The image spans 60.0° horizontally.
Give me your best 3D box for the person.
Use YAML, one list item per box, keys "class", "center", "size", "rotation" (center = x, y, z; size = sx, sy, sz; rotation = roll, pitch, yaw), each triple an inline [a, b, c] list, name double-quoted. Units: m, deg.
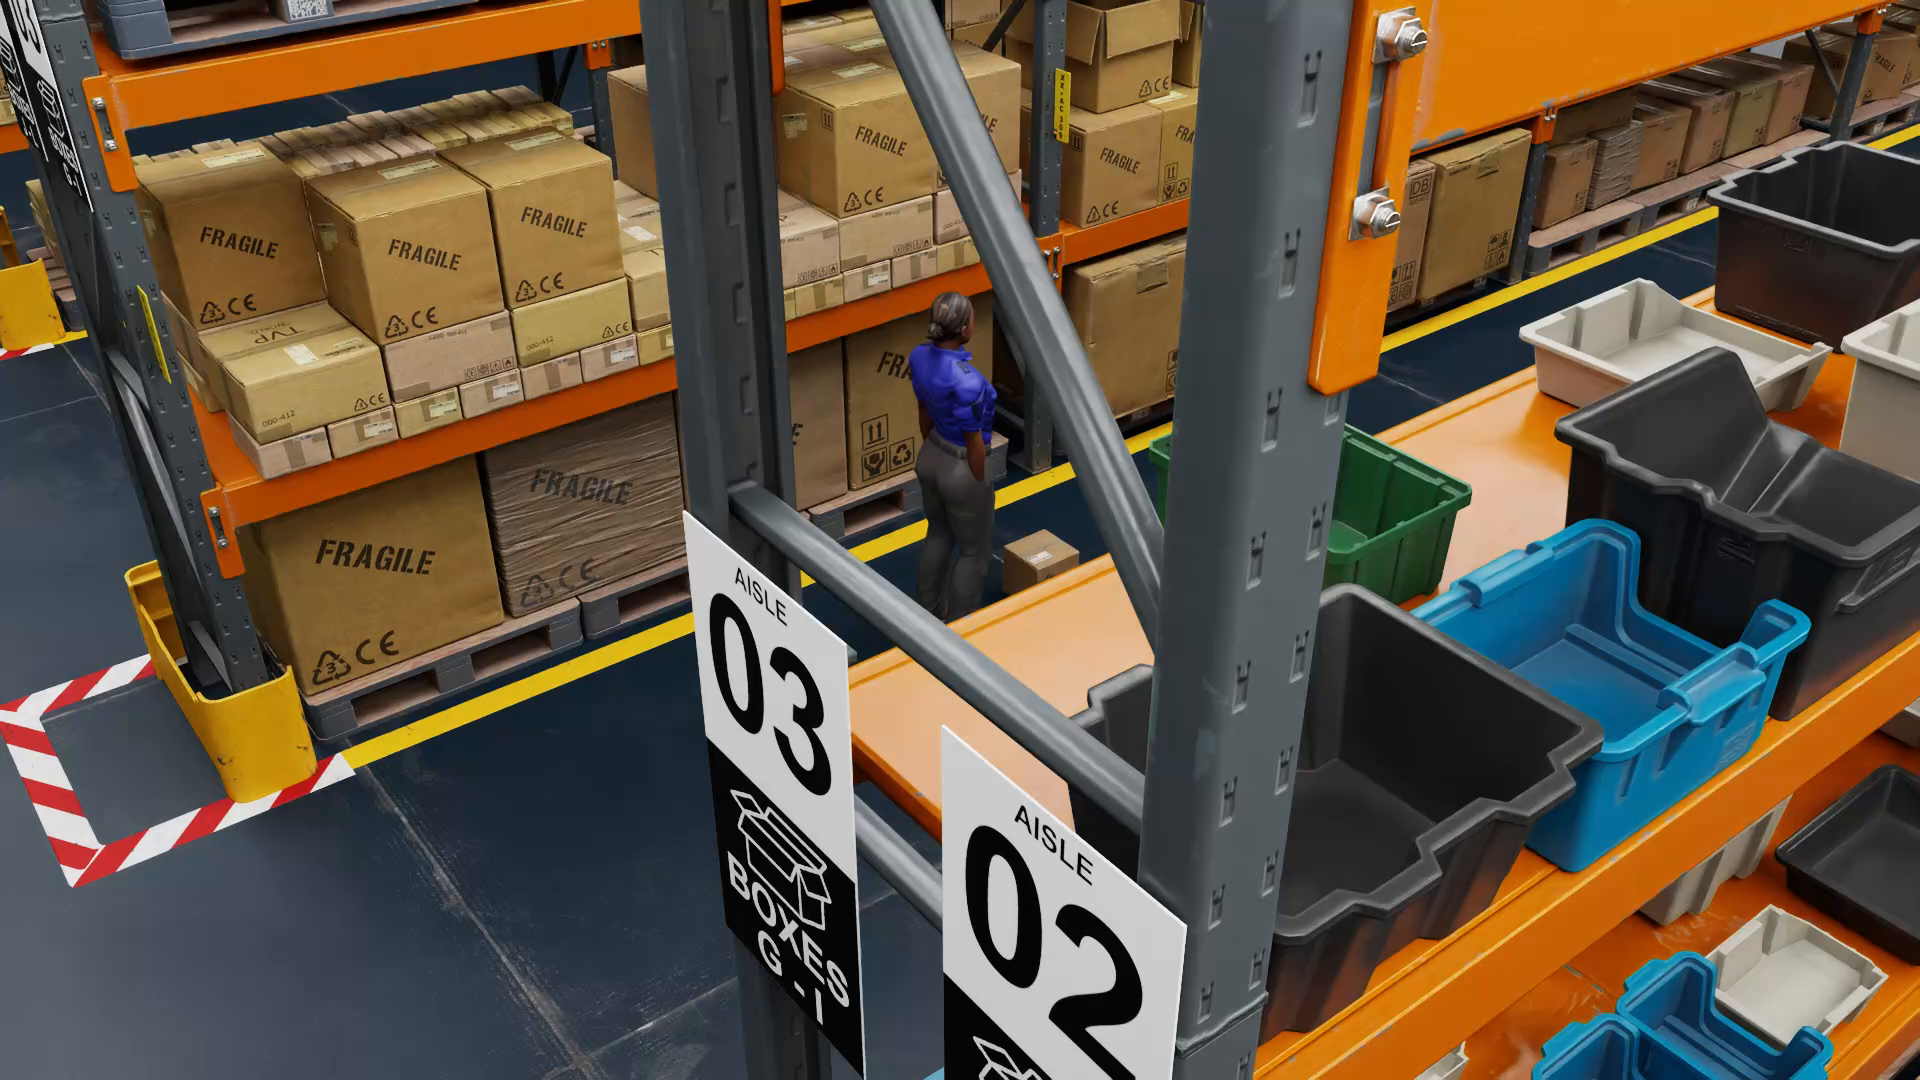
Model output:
- class: "person"
  center: [-0.025, -0.294, 7.112]
  size: [0.302, 1.658, 0.437]
  rotation: [-22, 38, -30]
